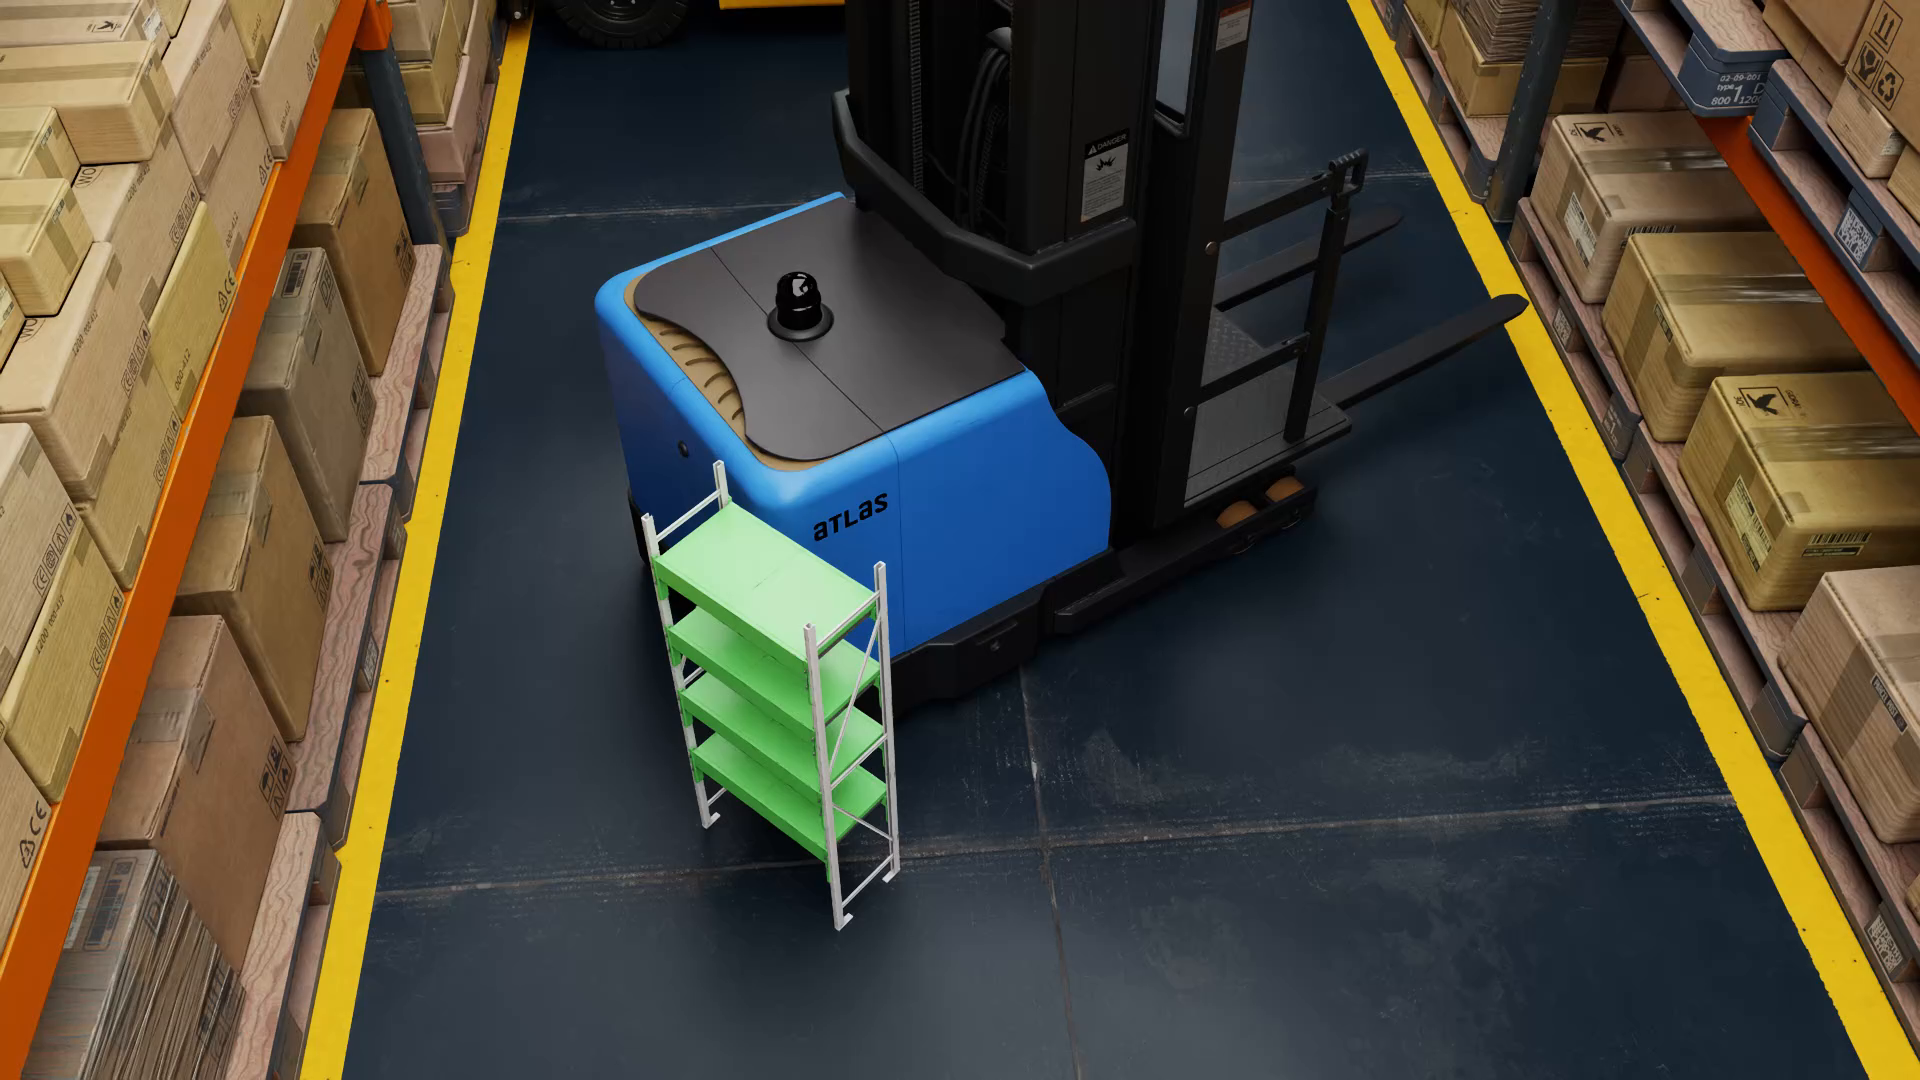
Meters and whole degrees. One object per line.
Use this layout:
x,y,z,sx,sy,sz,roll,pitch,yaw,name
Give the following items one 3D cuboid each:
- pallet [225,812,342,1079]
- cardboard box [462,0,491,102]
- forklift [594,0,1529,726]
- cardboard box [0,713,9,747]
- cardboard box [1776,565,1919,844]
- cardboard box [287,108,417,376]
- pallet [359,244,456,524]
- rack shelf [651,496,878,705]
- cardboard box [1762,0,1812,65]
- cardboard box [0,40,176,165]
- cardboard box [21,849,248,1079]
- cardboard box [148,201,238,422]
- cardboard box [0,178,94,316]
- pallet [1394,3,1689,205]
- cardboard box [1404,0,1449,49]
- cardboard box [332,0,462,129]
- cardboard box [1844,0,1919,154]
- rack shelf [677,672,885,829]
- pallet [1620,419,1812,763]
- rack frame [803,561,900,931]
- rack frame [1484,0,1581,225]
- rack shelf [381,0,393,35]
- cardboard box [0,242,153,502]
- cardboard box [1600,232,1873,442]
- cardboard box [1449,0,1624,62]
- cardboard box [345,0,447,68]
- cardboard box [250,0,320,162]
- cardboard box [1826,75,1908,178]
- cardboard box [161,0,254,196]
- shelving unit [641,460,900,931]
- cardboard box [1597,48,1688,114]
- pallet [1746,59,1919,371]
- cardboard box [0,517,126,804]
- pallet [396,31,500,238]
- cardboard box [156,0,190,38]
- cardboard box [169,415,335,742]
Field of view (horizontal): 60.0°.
-2.097,1.242,3.929,1.003,0.211,1.213,-3,47,-3,pallet
-2.170,-1.949,6.634,0.500,0.250,0.500,-4,47,-4,cardboard box
0.518,-1.260,4.425,3.031,2.935,1.130,-26,52,-23,forklift
-1.836,0.423,2.542,0.500,0.250,0.500,-4,47,-3,cardboard box
2.772,0.393,4.333,0.950,0.372,0.625,-4,47,-4,cardboard box
-2.347,-0.964,5.444,0.875,0.625,0.625,-2,47,-2,cardboard box
-2.301,-0.524,5.601,1.003,0.211,1.213,-3,47,-3,pallet
-0.429,0.128,3.729,0.480,0.148,0.258,31,54,26,rack shelf
2.368,-1.386,4.381,0.380,0.149,0.250,-3,47,-3,cardboard box
-1.916,-0.927,3.547,0.380,0.149,0.250,-5,47,-4,cardboard box
-2.105,1.101,3.488,0.875,0.625,0.625,-2,47,-2,cardboard box
-1.989,-0.515,3.776,0.500,0.250,0.500,-2,47,-2,cardboard box
-1.918,-0.558,3.197,0.380,0.149,0.250,-3,47,-2,cardboard box
2.453,-1.843,6.850,1.003,0.211,1.213,-3,47,-3,pallet
2.172,-2.313,6.979,0.500,0.250,0.500,-5,47,-4,cardboard box
-2.135,-1.753,6.104,0.500,0.250,0.500,-4,47,-3,cardboard box
2.422,-1.150,3.710,0.500,0.500,0.500,-5,47,-5,cardboard box
-0.429,0.458,4.078,0.480,0.148,0.258,31,54,26,rack shelf
2.716,0.089,5.020,1.003,0.211,1.213,-3,47,-3,pallet
-0.241,0.528,3.924,0.015,1.200,0.240,31,54,26,rack frame
2.544,-2.318,5.379,1.000,3.000,0.127,-3,47,-3,rack frame
-2.569,-3.213,6.722,1.077,0.370,4.000,-3,47,-3,rack shelf
-1.927,-0.318,3.244,0.500,0.250,0.500,-5,47,-4,cardboard box
2.654,-0.659,5.329,0.950,0.372,0.625,-1,47,-1,cardboard box
2.227,-2.186,6.343,0.500,0.500,0.500,-4,47,-4,cardboard box
-2.129,-1.925,5.923,0.500,0.250,0.500,-4,47,-4,cardboard box
-2.051,-1.250,4.471,0.500,0.250,0.500,-4,47,-4,cardboard box
2.357,-1.012,4.026,0.380,0.149,0.250,-2,47,-2,cardboard box
-2.019,-1.052,3.939,0.500,0.250,0.500,-3,47,-3,cardboard box
-0.429,0.414,4.031,0.503,1.200,0.258,31,54,26,shelving unit
2.764,-1.960,6.645,0.500,0.250,0.500,-5,47,-5,cardboard box
2.673,-0.787,4.062,1.003,0.211,1.213,-3,47,-3,pallet
-1.898,0.232,3.067,0.500,0.250,0.500,-4,47,-4,cardboard box
-2.426,-1.632,6.651,1.003,0.211,1.213,-3,47,-3,pallet
-2.031,-1.296,3.896,0.380,0.149,0.250,-4,47,-4,cardboard box
-2.225,0.141,4.396,0.875,0.625,0.625,-5,47,-5,cardboard box
